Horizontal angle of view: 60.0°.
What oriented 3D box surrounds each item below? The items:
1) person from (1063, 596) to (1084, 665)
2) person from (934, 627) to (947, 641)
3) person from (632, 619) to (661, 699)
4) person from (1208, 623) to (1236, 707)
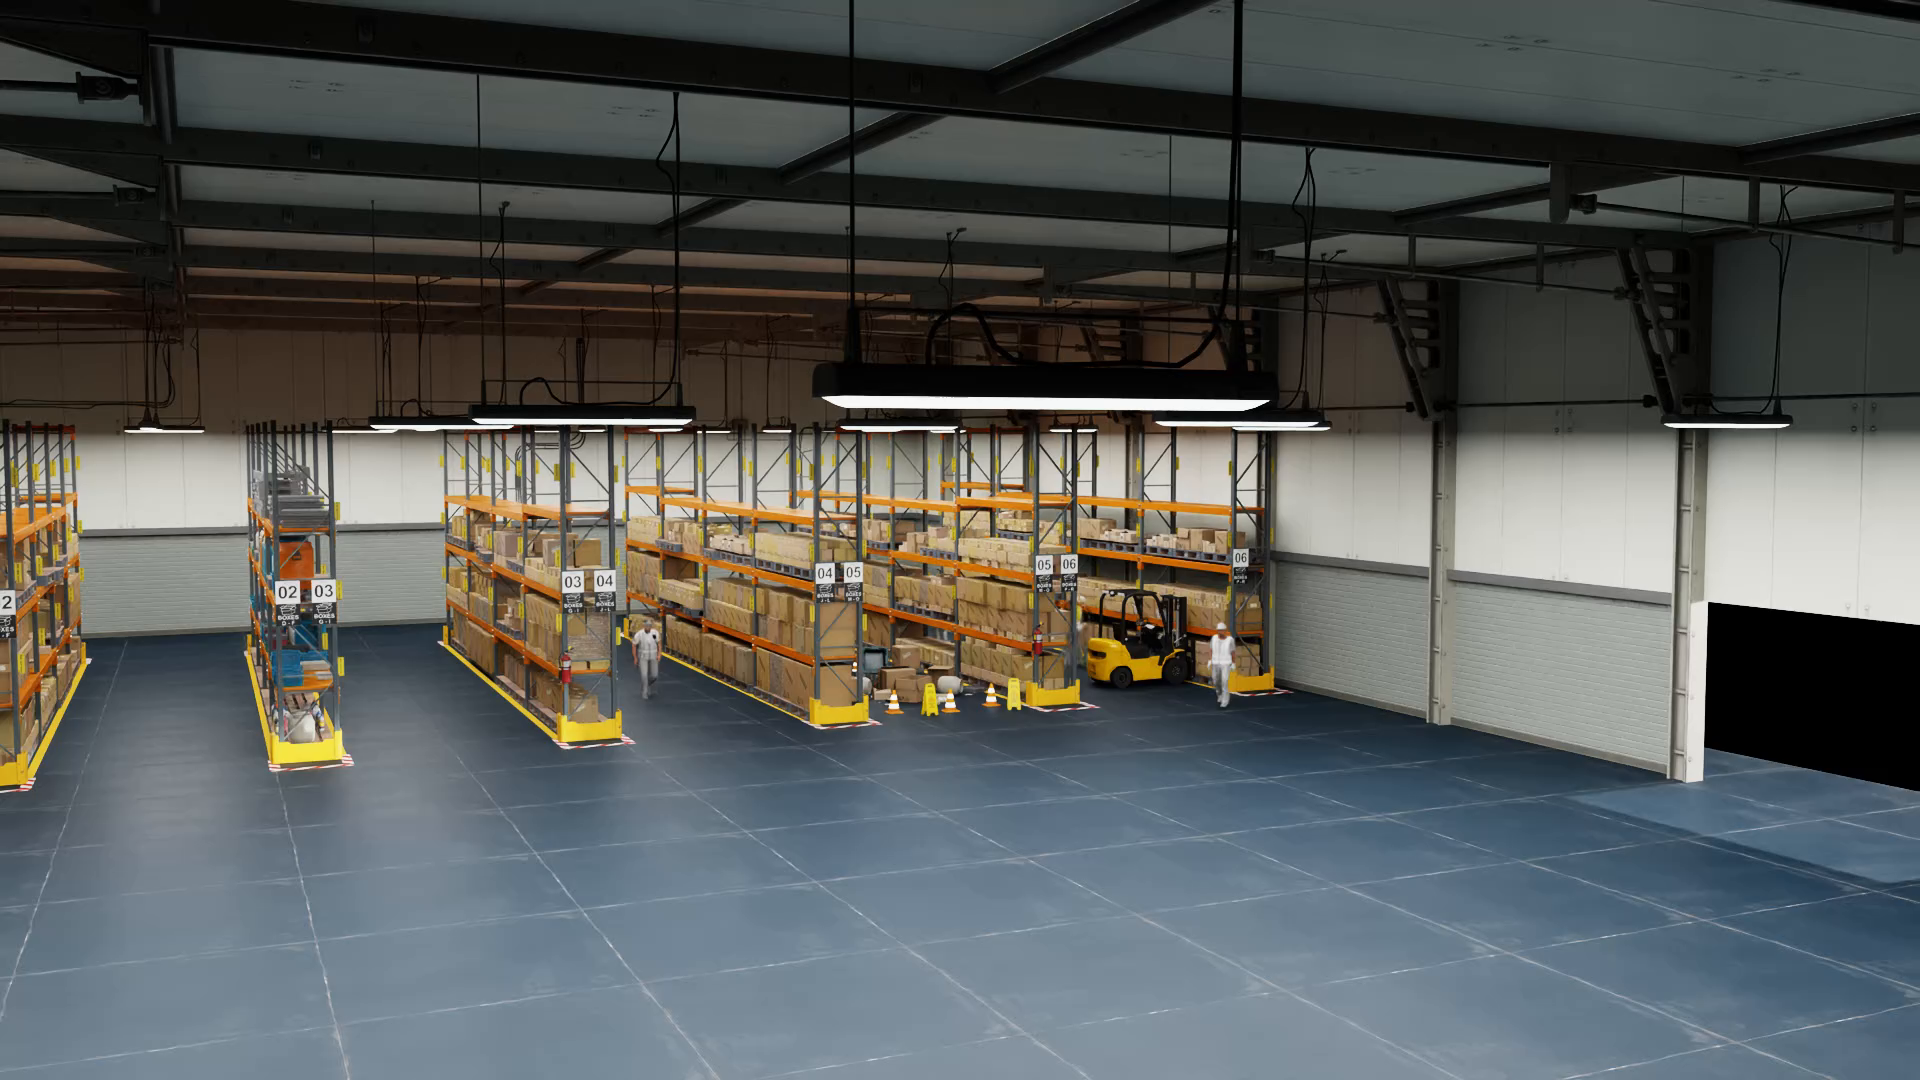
[{"bbox_3d":[2.876,2.253,41.440,0.579,1.763,0.599,-3,5,-41],"label":"person"},{"bbox_3d":[-0.519,2.097,44.700,0.512,1.682,0.483,-1,4,-21],"label":"person"},{"bbox_3d":[-6.894,2.582,36.515,0.636,1.745,0.624,-2,4,-26],"label":"person"},{"bbox_3d":[5.572,2.629,35.280,0.544,1.772,0.852,2,4,30],"label":"person"}]
